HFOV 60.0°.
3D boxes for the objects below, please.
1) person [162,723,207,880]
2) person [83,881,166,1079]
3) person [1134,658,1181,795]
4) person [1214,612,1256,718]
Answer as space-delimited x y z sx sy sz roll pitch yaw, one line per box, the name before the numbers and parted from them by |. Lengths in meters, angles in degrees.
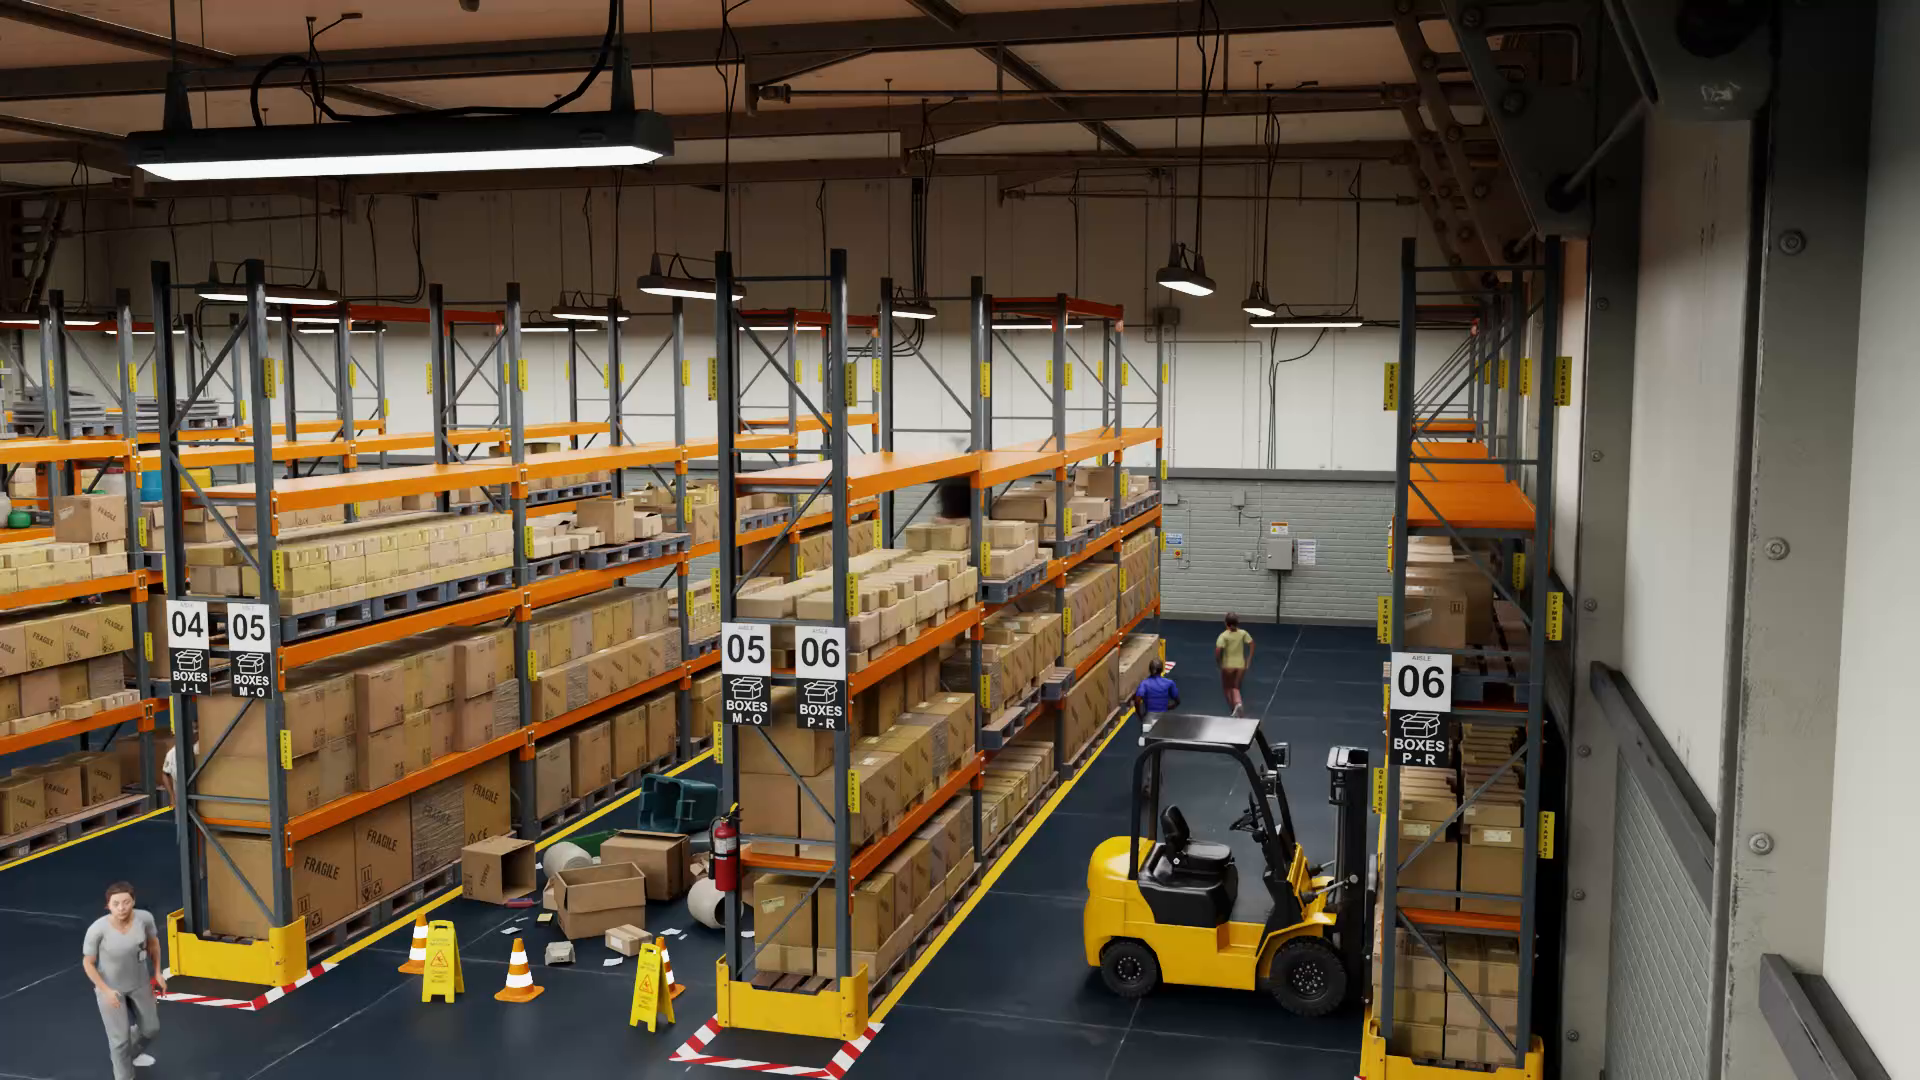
person | -7.723 2.593 16.791 0.573 1.631 0.588 -1 6 -6
person | -5.929 3.133 11.747 0.701 1.594 0.557 6 8 43
person | 2.367 2.253 19.949 0.552 1.631 0.790 1 6 9
person | 3.944 1.855 23.780 0.620 1.617 0.572 -1 6 -9
